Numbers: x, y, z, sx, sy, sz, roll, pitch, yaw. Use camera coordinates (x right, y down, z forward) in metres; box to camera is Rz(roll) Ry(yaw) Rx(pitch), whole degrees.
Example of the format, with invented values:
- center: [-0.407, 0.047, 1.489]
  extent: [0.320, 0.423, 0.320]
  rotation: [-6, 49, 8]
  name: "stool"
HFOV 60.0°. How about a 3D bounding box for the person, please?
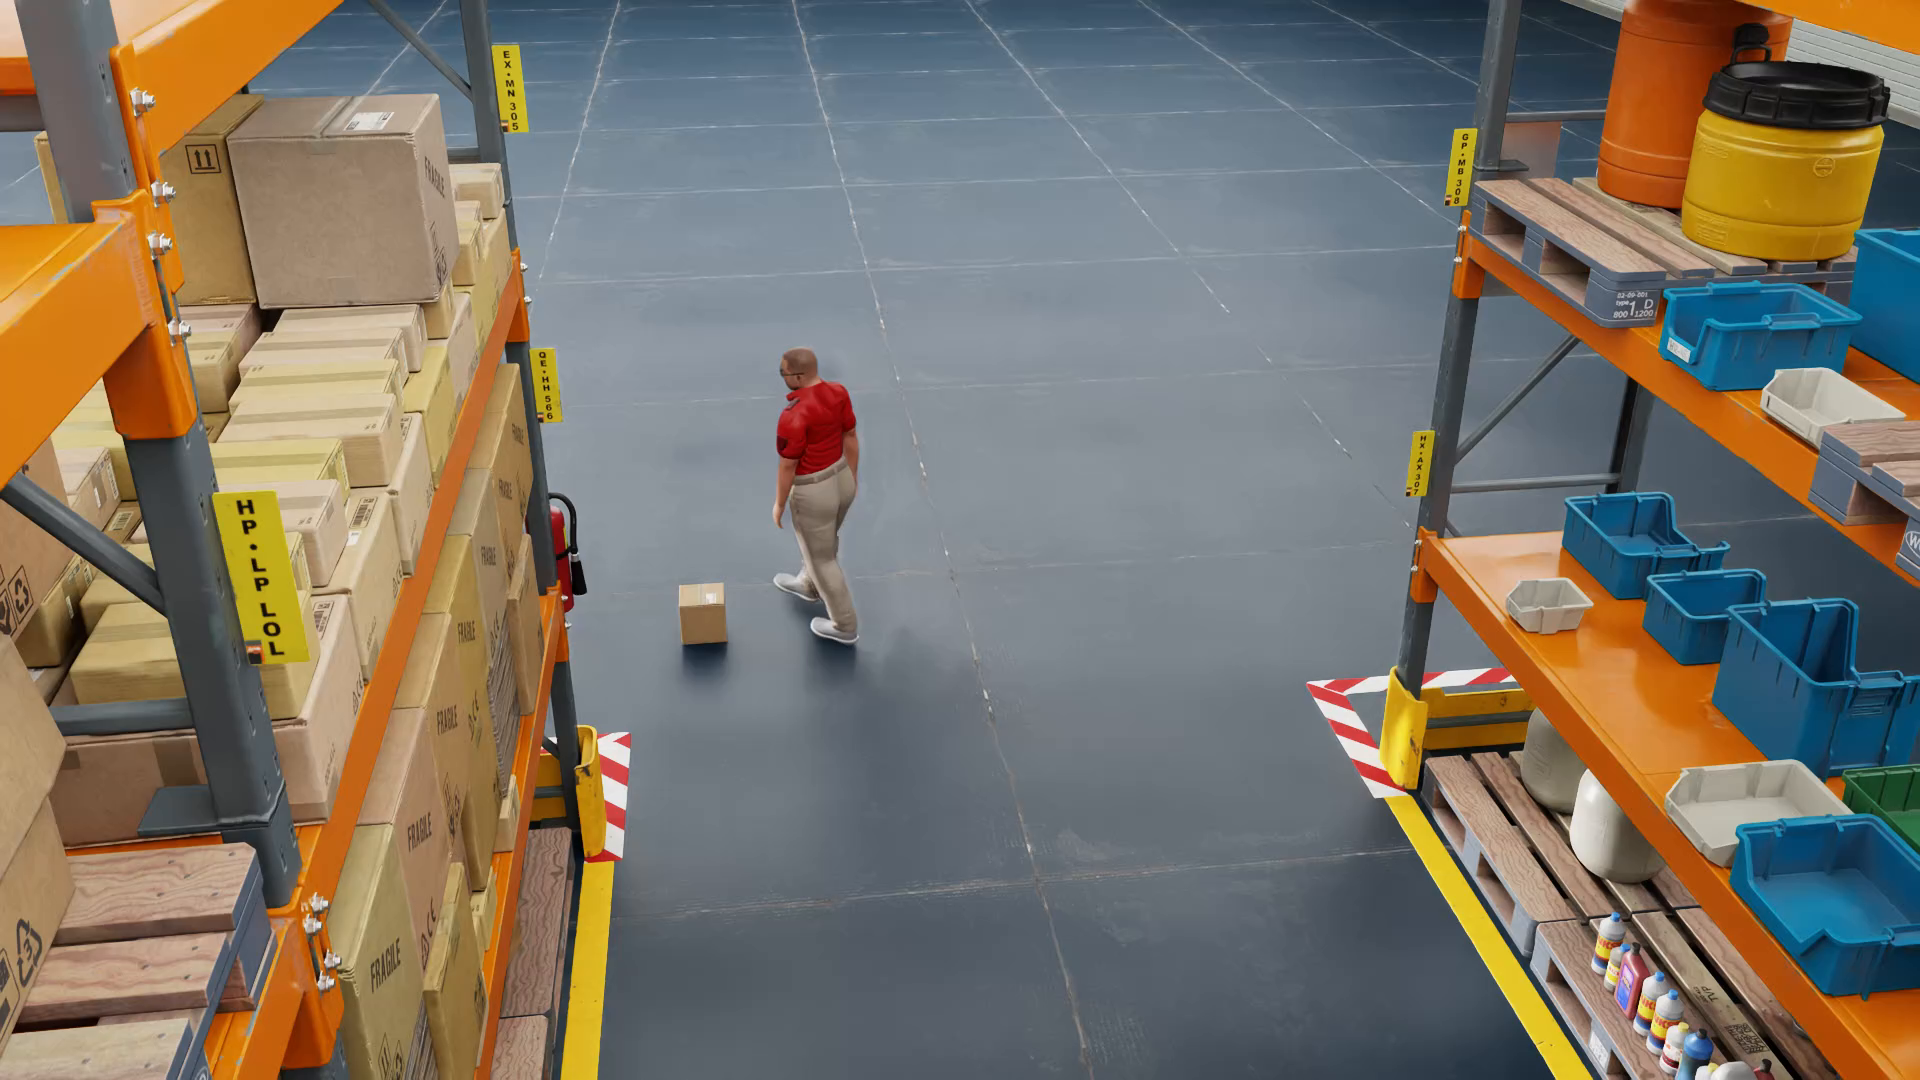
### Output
- center: [-0.880, -0.298, 9.192]
  extent: [0.784, 1.702, 0.583]
  rotation: [15, 31, 27]
  name: "person"
